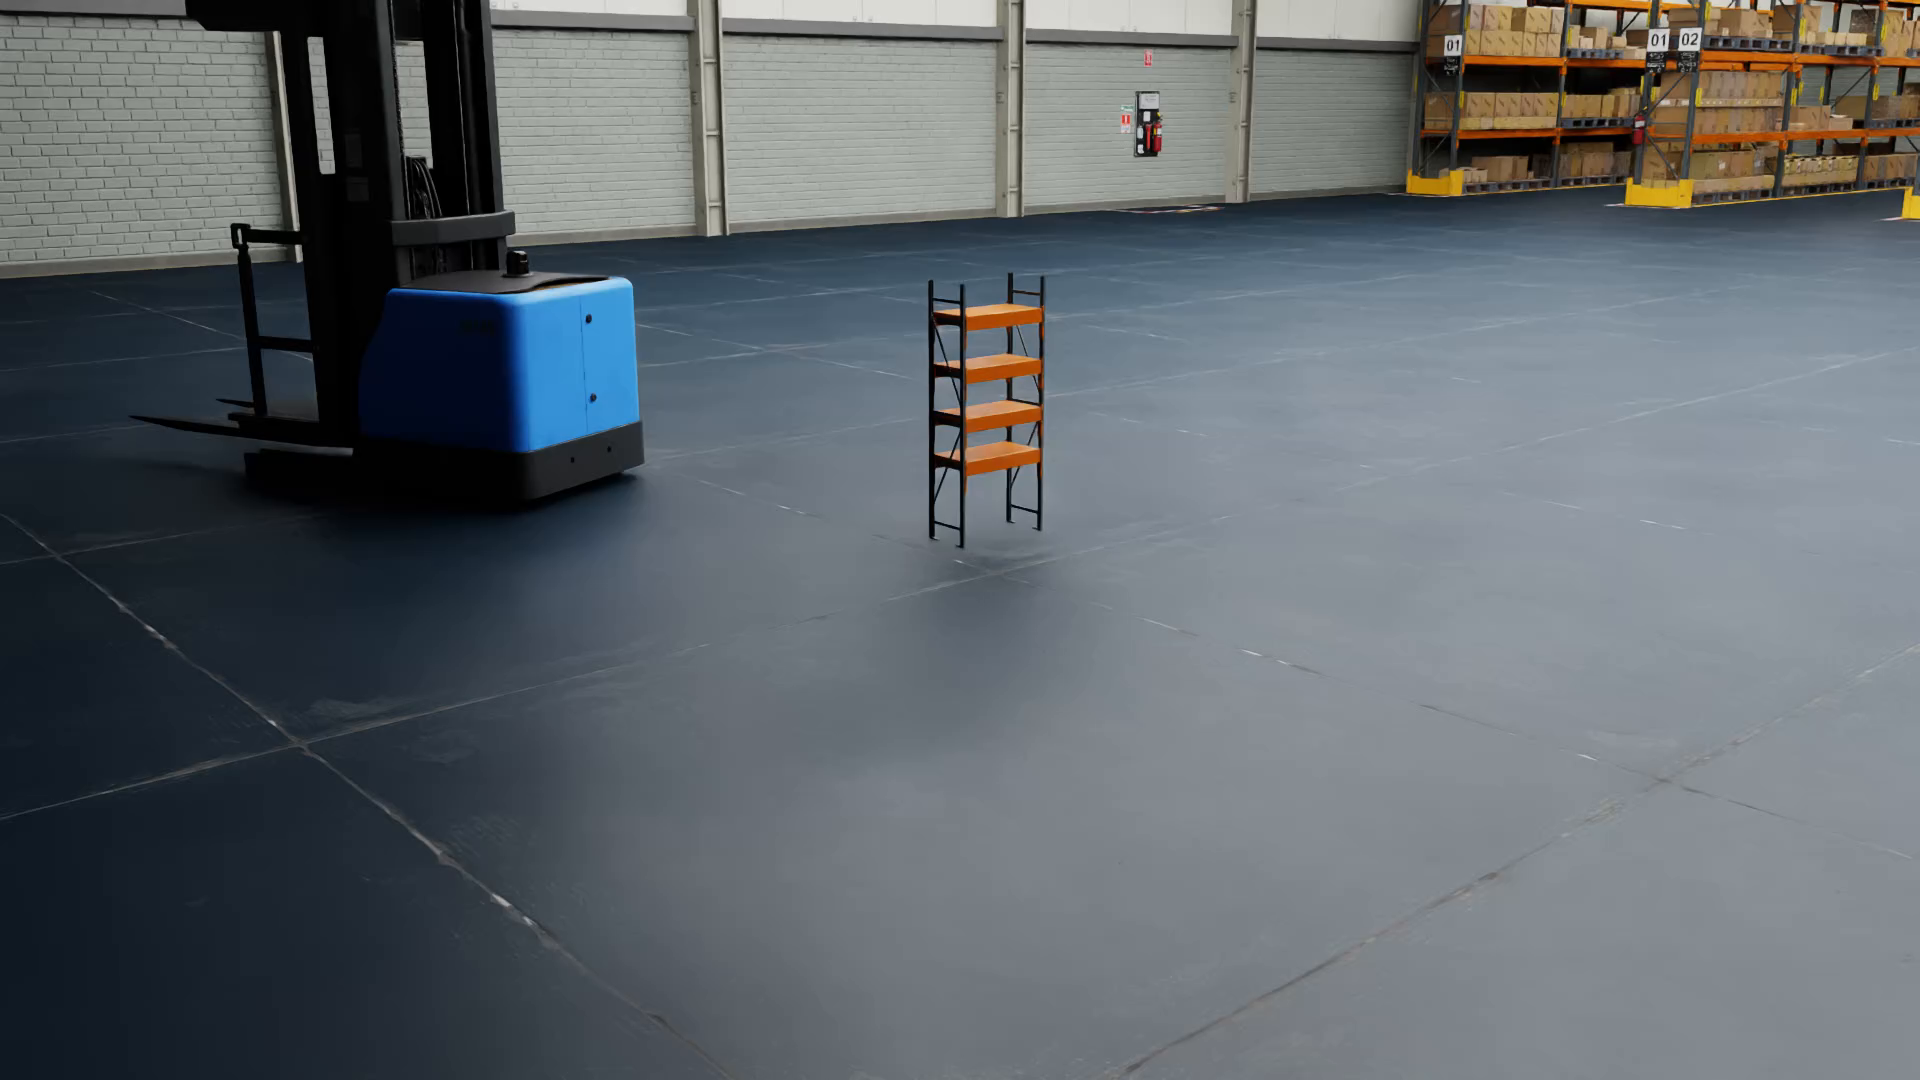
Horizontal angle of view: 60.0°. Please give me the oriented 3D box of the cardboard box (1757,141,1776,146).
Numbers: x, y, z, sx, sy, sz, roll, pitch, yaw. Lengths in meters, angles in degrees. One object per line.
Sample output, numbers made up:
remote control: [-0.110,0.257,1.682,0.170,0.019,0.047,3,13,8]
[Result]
cardboard box: [21.382,-10.523,44.106,0.250,0.149,0.380,-12,19,-38]

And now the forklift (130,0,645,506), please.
forklift: [-3.270,-1.823,8.895,3.031,2.935,1.130,7,17,25]

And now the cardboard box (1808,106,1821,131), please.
cardboard box: [17.582,-8.806,34.710,0.500,0.500,0.500,-13,19,-39]

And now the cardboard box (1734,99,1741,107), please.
cardboard box: [14.796,-8.425,32.029,0.250,0.149,0.380,-12,19,-39]

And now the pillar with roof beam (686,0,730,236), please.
pillar with roof beam: [-0.849,-8.041,20.415,0.400,9.000,9.100,-13,19,-39]

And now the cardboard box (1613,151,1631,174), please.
cardboard box: [15.470,-8.971,39.512,0.500,0.500,0.700,-12,19,-39]

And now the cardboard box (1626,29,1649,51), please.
cardboard box: [16.300,-11.900,39.628,0.700,0.500,0.500,14,21,43]

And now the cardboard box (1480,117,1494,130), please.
cardboard box: [10.903,-8.791,35.102,0.500,0.250,0.500,-13,20,-41]

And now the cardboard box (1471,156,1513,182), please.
cardboard box: [11.541,-8.058,36.097,0.500,0.500,0.700,-14,21,-43]

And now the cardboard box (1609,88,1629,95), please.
cardboard box: [15.506,-10.550,39.132,0.380,0.149,0.250,12,19,38]

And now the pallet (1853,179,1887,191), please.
pallet: [19.822,-7.906,36.939,1.213,0.211,1.003,-13,19,-39]

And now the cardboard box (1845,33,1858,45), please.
cardboard box: [18.545,-10.534,35.037,0.500,0.250,0.500,-12,19,-38]

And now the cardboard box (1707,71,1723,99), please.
cardboard box: [13.992,-8.630,31.537,0.500,0.500,0.700,-13,20,-41]

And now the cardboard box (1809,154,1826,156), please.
cardboard box: [18.646,-8.248,36.243,0.500,0.311,0.500,-12,19,-38]

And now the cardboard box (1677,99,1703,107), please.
cardboard box: [13.636,-8.165,31.055,0.250,0.149,0.380,-13,20,-40]

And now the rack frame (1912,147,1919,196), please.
rack frame: [16.447,-6.814,27.447,0.127,3.000,1.000,-13,19,-39]

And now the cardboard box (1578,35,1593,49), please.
cardboard box: [13.891,-11.211,37.454,0.500,0.311,0.500,-12,19,-38]

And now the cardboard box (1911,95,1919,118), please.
cardboard box: [21.747,-10.026,38.466,0.700,0.500,0.500,8,17,28]

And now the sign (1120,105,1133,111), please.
sign: [3.013,-7.801,30.045,0.331,0.109,0.001,-13,19,-39]

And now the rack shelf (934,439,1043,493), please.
rack shelf: [0.125,-0.351,7.769,0.480,0.148,0.258,-13,19,-39]

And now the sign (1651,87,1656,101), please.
sign: [16.342,-10.515,39.213,0.005,0.325,0.100,-13,19,-39]

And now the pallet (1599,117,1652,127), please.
pallet: [15.511,-9.864,39.236,1.003,0.211,1.213,-13,19,-39]

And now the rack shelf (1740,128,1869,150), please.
rack shelf: [17.725,-8.448,34.958,4.000,0.370,1.077,-13,19,-39]

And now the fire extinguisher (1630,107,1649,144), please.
fire extinguisher: [12.805,-7.812,31.333,0.183,0.674,0.296,-13,19,-39]

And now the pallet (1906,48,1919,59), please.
pallet: [20.933,-10.897,37.285,1.003,0.211,1.213,-13,19,-39]

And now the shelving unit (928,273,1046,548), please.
shelving unit: [0.125,-0.608,7.700,0.503,1.200,0.258,-13,19,-39]

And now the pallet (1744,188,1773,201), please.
pallet: [15.589,-6.983,33.482,1.213,0.211,1.003,-13,19,-39]

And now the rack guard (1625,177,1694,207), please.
rack guard: [13.181,-6.567,31.367,0.348,0.500,1.175,-13,19,-39]

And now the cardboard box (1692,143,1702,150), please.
cardboard box: [17.923,-9.653,41.428,0.750,0.750,0.750,-12,19,-38]

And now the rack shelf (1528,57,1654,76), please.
rack shelf: [14.470,-10.861,38.179,4.000,0.370,1.077,-13,19,-39]

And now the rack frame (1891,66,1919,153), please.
rack frame: [22.251,-9.812,38.670,0.127,3.000,1.000,-13,19,-39]

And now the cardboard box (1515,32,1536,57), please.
cardboard box: [11.960,-10.609,35.611,0.500,0.500,0.500,-14,20,-41]

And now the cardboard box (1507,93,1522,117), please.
cardboard box: [11.656,-9.322,35.637,0.500,0.500,0.500,-12,19,-38]

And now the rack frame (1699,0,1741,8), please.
rack frame: [18.997,-13.674,41.504,0.127,3.000,1.000,-13,19,-39]

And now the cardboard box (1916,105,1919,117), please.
cardboard box: [22.460,-9.995,39.161,0.500,0.500,0.500,-12,19,-38]

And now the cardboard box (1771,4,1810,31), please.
cardboard box: [16.707,-10.495,33.440,0.500,0.500,0.500,-12,19,-39]

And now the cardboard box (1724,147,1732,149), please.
cardboard box: [19.628,-9.877,42.946,0.500,0.500,0.700,-12,19,-39]

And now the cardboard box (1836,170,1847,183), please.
cardboard box: [18.610,-7.784,35.593,0.500,0.250,0.500,-13,20,-40]

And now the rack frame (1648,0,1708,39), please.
rack frame: [13.199,-10.677,30.285,0.127,3.000,1.000,-13,19,-39]

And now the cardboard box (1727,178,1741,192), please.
cardboard box: [14.882,-6.955,32.488,0.500,0.250,0.500,-13,19,-39]

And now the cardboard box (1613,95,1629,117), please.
cardboard box: [15.227,-10.177,38.992,0.700,0.500,0.500,14,20,42]

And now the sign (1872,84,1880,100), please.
sign: [19.601,-9.586,35.581,0.005,0.325,0.100,-13,19,-39]

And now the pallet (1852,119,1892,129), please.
pallet: [19.699,-9.170,36.639,1.003,0.211,1.213,-13,19,-39]

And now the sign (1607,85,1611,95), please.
sign: [15.612,-10.765,39.994,0.005,0.325,0.100,-13,19,-39]

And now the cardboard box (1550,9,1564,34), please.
cardboard box: [12.762,-11.273,36.157,0.500,0.500,0.500,14,20,42]

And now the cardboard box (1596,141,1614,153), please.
cardboard box: [14.999,-9.249,39.100,0.500,0.250,0.500,-12,19,-38]

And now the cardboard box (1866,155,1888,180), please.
cardboard box: [20.156,-8.250,36.816,0.500,0.500,0.500,-14,20,-41]

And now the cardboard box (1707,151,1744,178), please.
cardboard box: [14.883,-7.317,32.391,0.500,0.500,0.500,-13,19,-39]

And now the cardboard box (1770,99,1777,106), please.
cardboard box: [15.964,-8.689,33.016,0.250,0.149,0.380,-13,20,-41]

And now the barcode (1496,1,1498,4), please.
barcode: [11.631,-11.635,36.004,0.075,0.075,0.001,-13,19,-39]

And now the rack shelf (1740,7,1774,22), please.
rack shelf: [20.505,-13.472,42.917,4.000,0.370,1.077,-13,19,-39]

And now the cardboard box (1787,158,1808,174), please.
cardboard box: [17.073,-7.707,34.219,0.500,0.311,0.500,-13,20,-40]

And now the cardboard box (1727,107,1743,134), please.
cardboard box: [14.725,-8.167,32.317,0.500,0.500,0.700,-12,19,-38]

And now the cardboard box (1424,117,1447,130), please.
cardboard box: [10.169,-8.797,35.122,0.500,0.250,0.500,-12,19,-39]

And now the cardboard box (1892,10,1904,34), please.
cardboard box: [20.336,-11.360,36.523,0.500,0.500,0.500,-13,19,-39]
